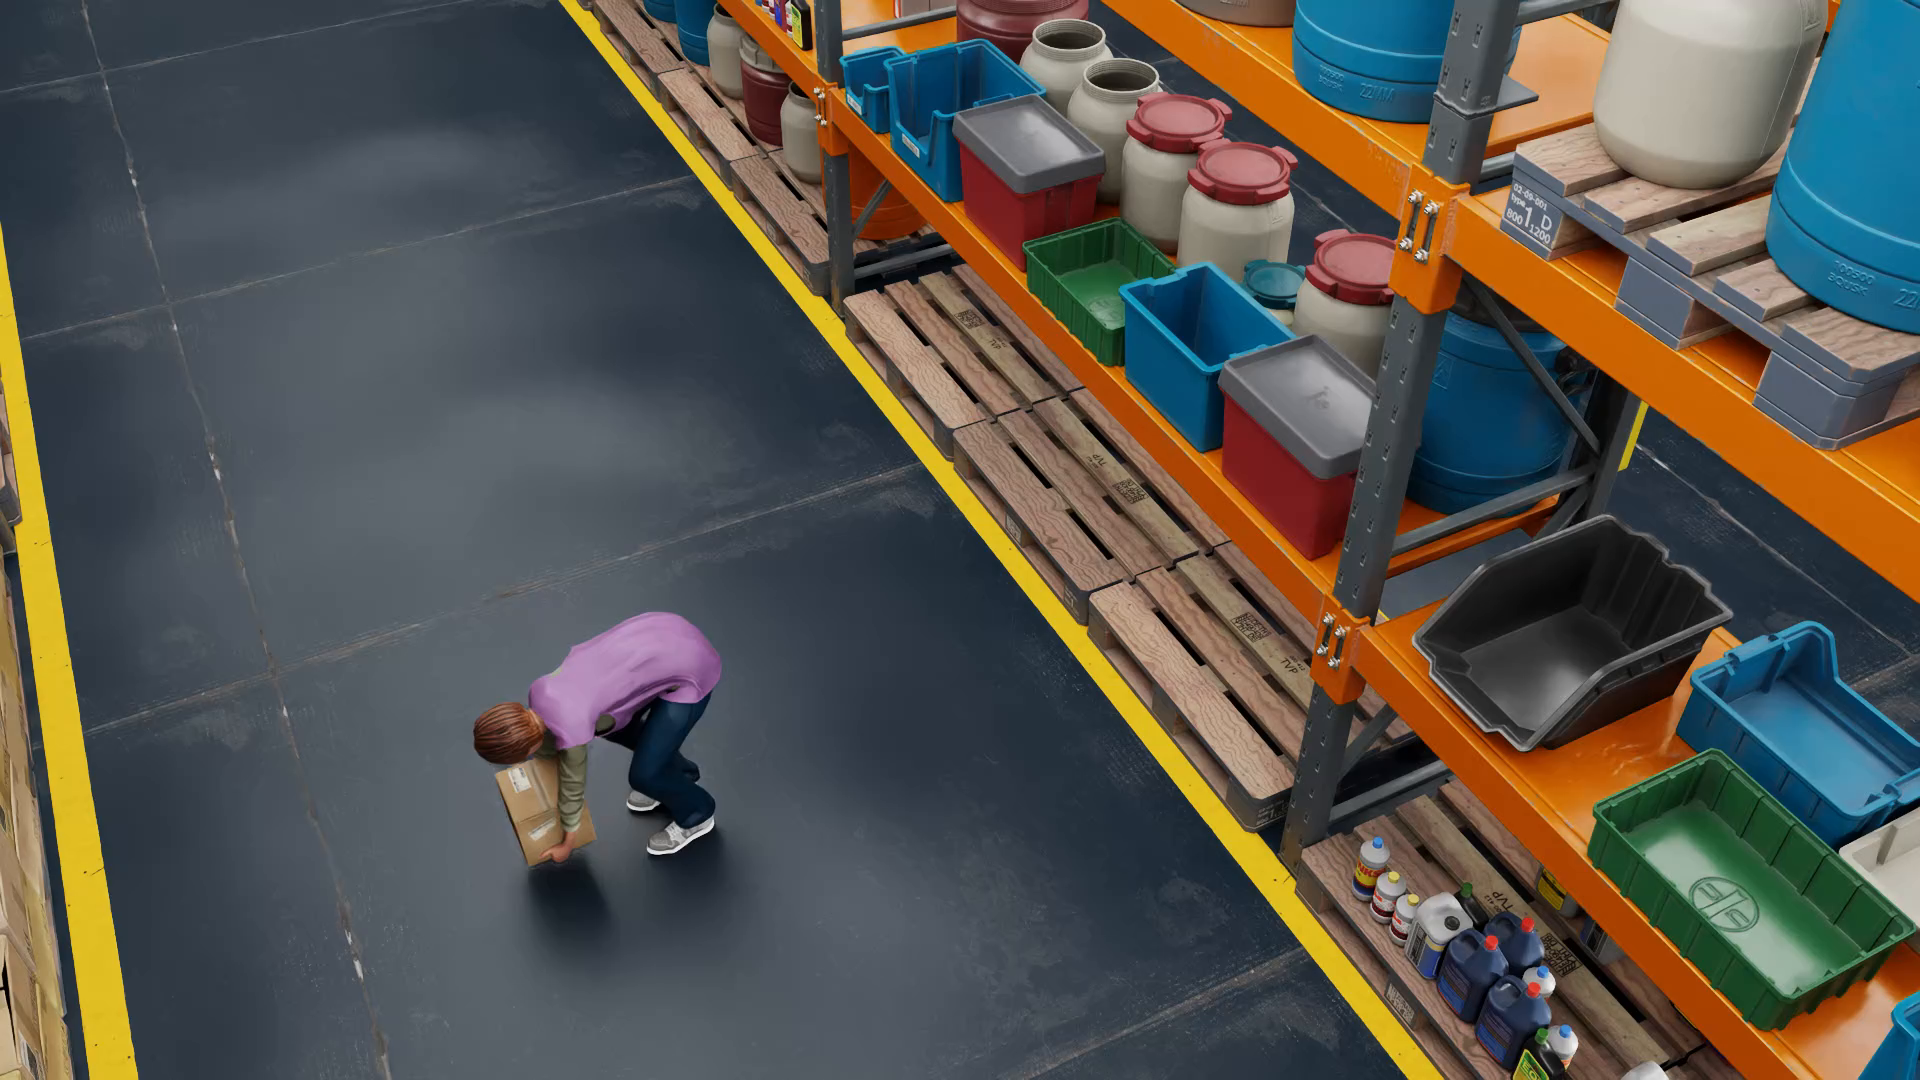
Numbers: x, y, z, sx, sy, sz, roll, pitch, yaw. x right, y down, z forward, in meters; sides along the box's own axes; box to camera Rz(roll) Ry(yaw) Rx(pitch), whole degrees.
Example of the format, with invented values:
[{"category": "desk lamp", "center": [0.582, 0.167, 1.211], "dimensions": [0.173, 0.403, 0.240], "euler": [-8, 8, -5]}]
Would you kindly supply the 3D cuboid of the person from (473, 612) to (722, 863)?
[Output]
[{"category": "person", "center": [-1.229, 0.735, 5.824], "dimensions": [0.868, 0.959, 0.409], "euler": [-21, 46, -22]}]
